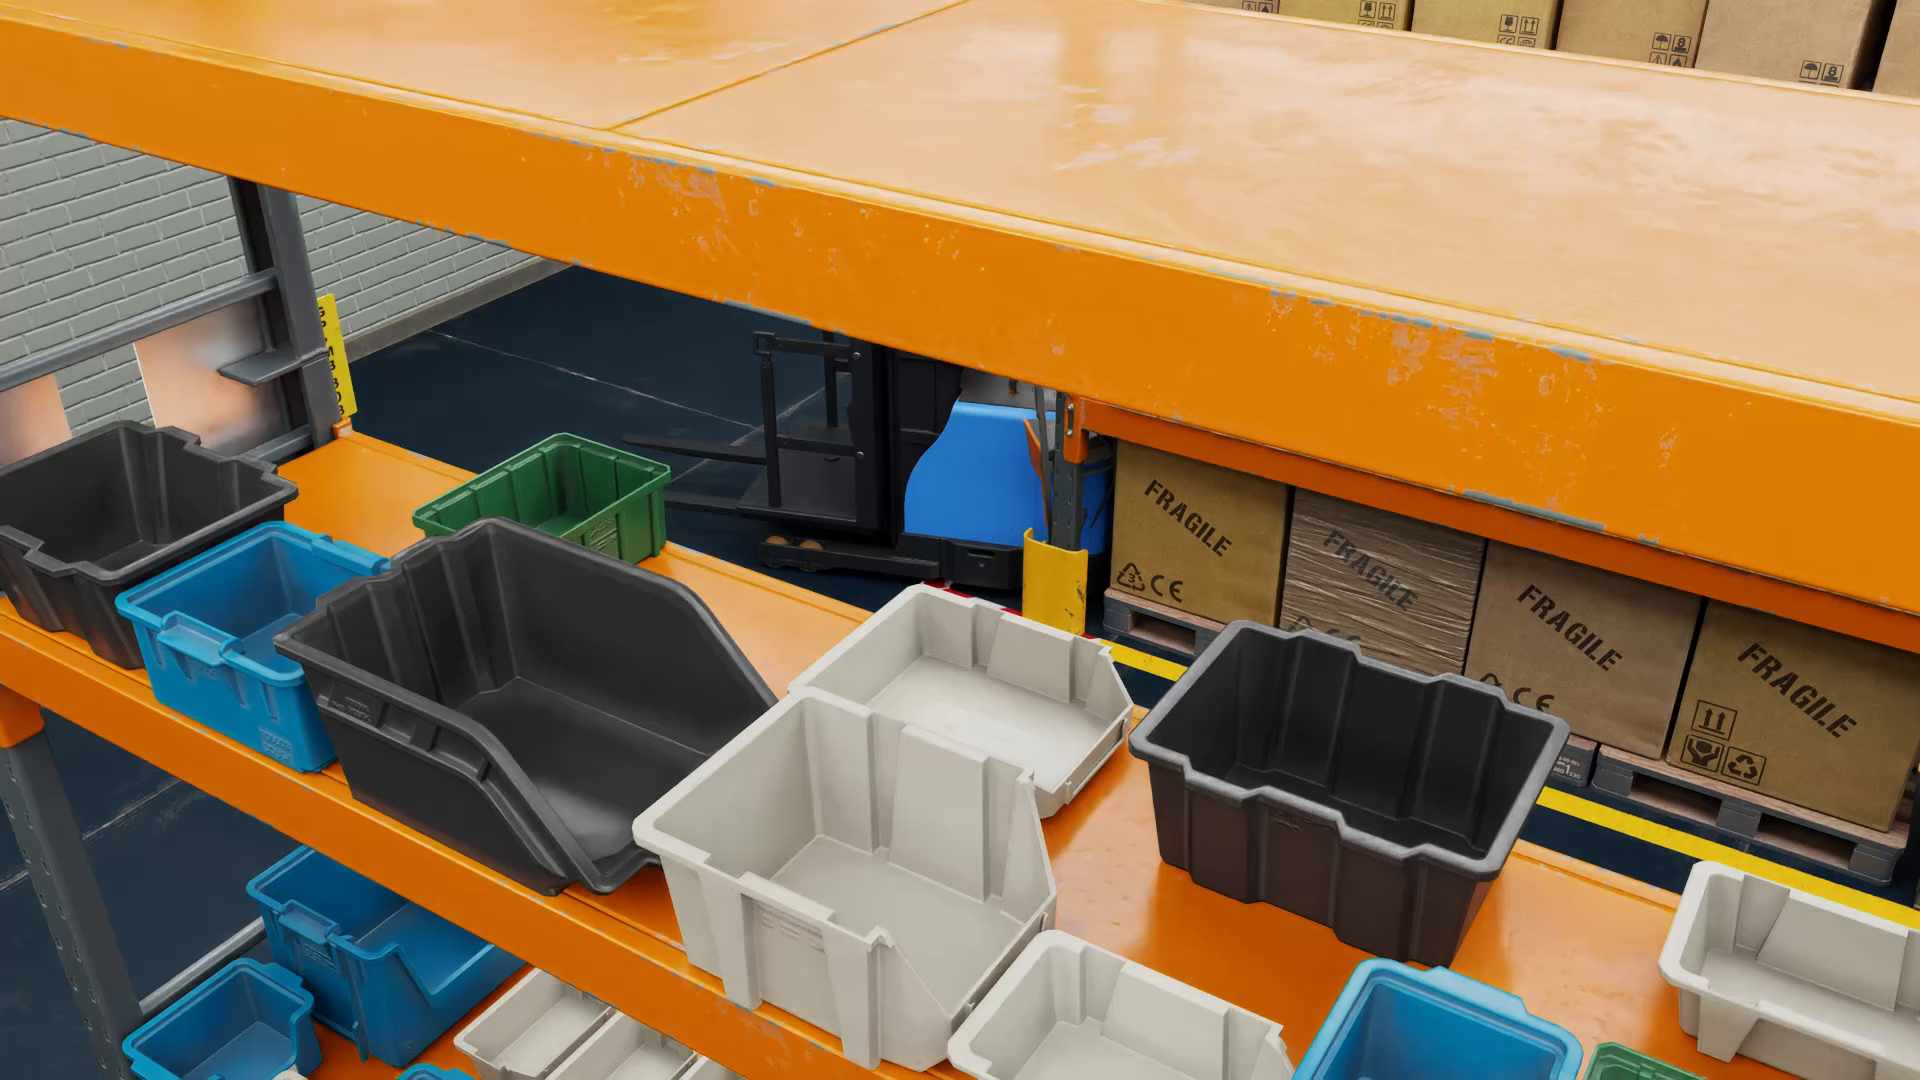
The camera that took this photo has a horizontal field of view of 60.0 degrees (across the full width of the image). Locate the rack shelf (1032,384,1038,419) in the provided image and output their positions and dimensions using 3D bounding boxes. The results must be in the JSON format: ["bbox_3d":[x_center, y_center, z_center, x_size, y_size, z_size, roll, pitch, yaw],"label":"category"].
[{"bbox_3d":[0.466,-0.967,7.875,0.431,0.518,0.480,-16,44,-8],"label":"rack shelf"}]

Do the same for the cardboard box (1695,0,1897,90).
[{"bbox_3d":[3.010,-1.898,5.934,0.500,0.500,0.700,19,35,30],"label":"cardboard box"}]

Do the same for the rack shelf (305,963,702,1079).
[{"bbox_3d":[-0.169,1.885,3.757,4.000,0.370,1.077,18,35,27],"label":"rack shelf"}]

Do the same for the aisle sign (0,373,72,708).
[{"bbox_3d":[-2.082,0.023,3.654,0.004,0.787,0.394,18,35,27],"label":"aisle sign"}]

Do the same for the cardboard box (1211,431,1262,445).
[{"bbox_3d":[1.331,-0.595,7.542,0.250,0.149,0.380,17,34,26],"label":"cardboard box"}]

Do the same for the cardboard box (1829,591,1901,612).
[{"bbox_3d":[3.507,0.094,6.362,0.250,0.149,0.380,18,35,28],"label":"cardboard box"}]

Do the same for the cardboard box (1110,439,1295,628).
[{"bbox_3d":[1.355,-0.202,8.311,0.875,0.875,0.875,18,35,27],"label":"cardboard box"}]

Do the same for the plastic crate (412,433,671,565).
[{"bbox_3d":[-0.875,-0.024,3.547,0.336,0.188,0.450,18,35,27],"label":"plastic crate"}]

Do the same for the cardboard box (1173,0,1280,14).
[{"bbox_3d":[1.239,-2.523,7.006,0.500,0.500,0.700,15,34,24],"label":"cardboard box"}]

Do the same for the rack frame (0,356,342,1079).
[{"bbox_3d":[-1.863,1.038,4.494,0.127,3.000,1.000,18,35,27],"label":"rack frame"}]

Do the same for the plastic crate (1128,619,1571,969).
[{"bbox_3d":[0.619,0.421,2.705,0.590,0.269,0.497,18,35,27],"label":"plastic crate"}]

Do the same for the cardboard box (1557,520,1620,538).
[{"bbox_3d":[2.637,-0.182,6.834,0.250,0.149,0.380,17,34,27],"label":"cardboard box"}]

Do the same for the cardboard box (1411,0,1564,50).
[{"bbox_3d":[2.116,-2.203,6.457,0.500,0.500,0.700,15,34,24],"label":"cardboard box"}]

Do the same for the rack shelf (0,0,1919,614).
[{"bbox_3d":[-0.169,-0.534,2.346,4.000,0.370,1.077,18,35,27],"label":"rack shelf"}]

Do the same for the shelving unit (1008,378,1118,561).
[{"bbox_3d":[0.532,-0.475,8.348,0.431,2.100,0.503,-16,44,-8],"label":"shelving unit"}]

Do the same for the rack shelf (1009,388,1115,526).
[{"bbox_3d":[0.533,-0.465,8.358,0.431,0.518,0.480,-16,44,-8],"label":"rack shelf"}]

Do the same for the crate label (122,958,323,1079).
[{"bbox_3d":[-1.829,1.291,4.166,0.303,0.233,0.416,18,35,27],"label":"crate label"}]

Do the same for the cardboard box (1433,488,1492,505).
[{"bbox_3d":[2.199,-0.320,7.071,0.250,0.149,0.380,17,34,26],"label":"cardboard box"}]

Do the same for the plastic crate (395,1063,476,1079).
[{"bbox_3d":[-1.271,1.468,3.864,0.300,0.233,0.416,18,35,27],"label":"plastic crate"}]

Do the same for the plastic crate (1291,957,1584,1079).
[{"bbox_3d":[0.584,0.779,2.128,0.300,0.233,0.416,18,35,27],"label":"plastic crate"}]

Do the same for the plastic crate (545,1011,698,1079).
[{"bbox_3d":[-0.838,1.351,4.159,0.243,0.136,0.396,18,35,27],"label":"plastic crate"}]

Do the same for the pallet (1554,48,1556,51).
[{"bbox_3d":[2.442,-1.812,6.491,1.213,0.211,1.003,18,35,27],"label":"pallet"}]

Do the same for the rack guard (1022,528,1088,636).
[{"bbox_3d":[0.750,-0.002,8.758,0.348,0.500,1.175,18,35,27],"label":"rack guard"}]

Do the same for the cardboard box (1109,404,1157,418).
[{"bbox_3d":[0.896,-0.731,7.776,0.250,0.149,0.380,18,35,28],"label":"cardboard box"}]

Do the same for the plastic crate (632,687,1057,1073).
[{"bbox_3d":[-0.150,0.519,2.524,0.530,0.282,0.437,18,35,27],"label":"plastic crate"}]

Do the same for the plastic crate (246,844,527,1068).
[{"bbox_3d":[-1.480,1.007,4.453,0.499,0.435,0.616,18,35,27],"label":"plastic crate"}]

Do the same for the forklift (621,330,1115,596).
[{"bbox_3d":[-0.604,-1.343,8.643,3.031,2.935,1.130,7,31,12],"label":"forklift"}]

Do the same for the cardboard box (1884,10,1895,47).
[{"bbox_3d":[5.472,-2.987,10.007,0.500,0.500,0.500,19,35,29],"label":"cardboard box"}]

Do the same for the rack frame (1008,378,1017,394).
[{"bbox_3d":[0.462,-0.632,8.521,0.400,2.100,0.015,-16,44,-8],"label":"rack frame"}]

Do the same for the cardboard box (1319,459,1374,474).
[{"bbox_3d":[1.767,-0.457,7.306,0.250,0.149,0.380,17,34,26],"label":"cardboard box"}]

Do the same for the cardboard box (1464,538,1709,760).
[{"bbox_3d":[2.880,0.280,7.485,0.875,0.875,0.875,18,35,27],"label":"cardboard box"}]

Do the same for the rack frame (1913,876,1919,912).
[{"bbox_3d":[4.158,-0.004,6.280,0.127,3.000,1.000,18,35,27],"label":"rack frame"}]

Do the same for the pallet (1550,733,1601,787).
[{"bbox_3d":[2.518,0.637,7.949,1.213,0.211,1.003,18,35,27],"label":"pallet"}]

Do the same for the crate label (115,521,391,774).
[{"bbox_3d":[-1.253,0.192,3.115,0.502,0.251,0.408,18,35,27],"label":"crate label"}]

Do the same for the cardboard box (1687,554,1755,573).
[{"bbox_3d":[3.073,-0.044,6.598,0.250,0.149,0.380,18,35,28],"label":"cardboard box"}]
